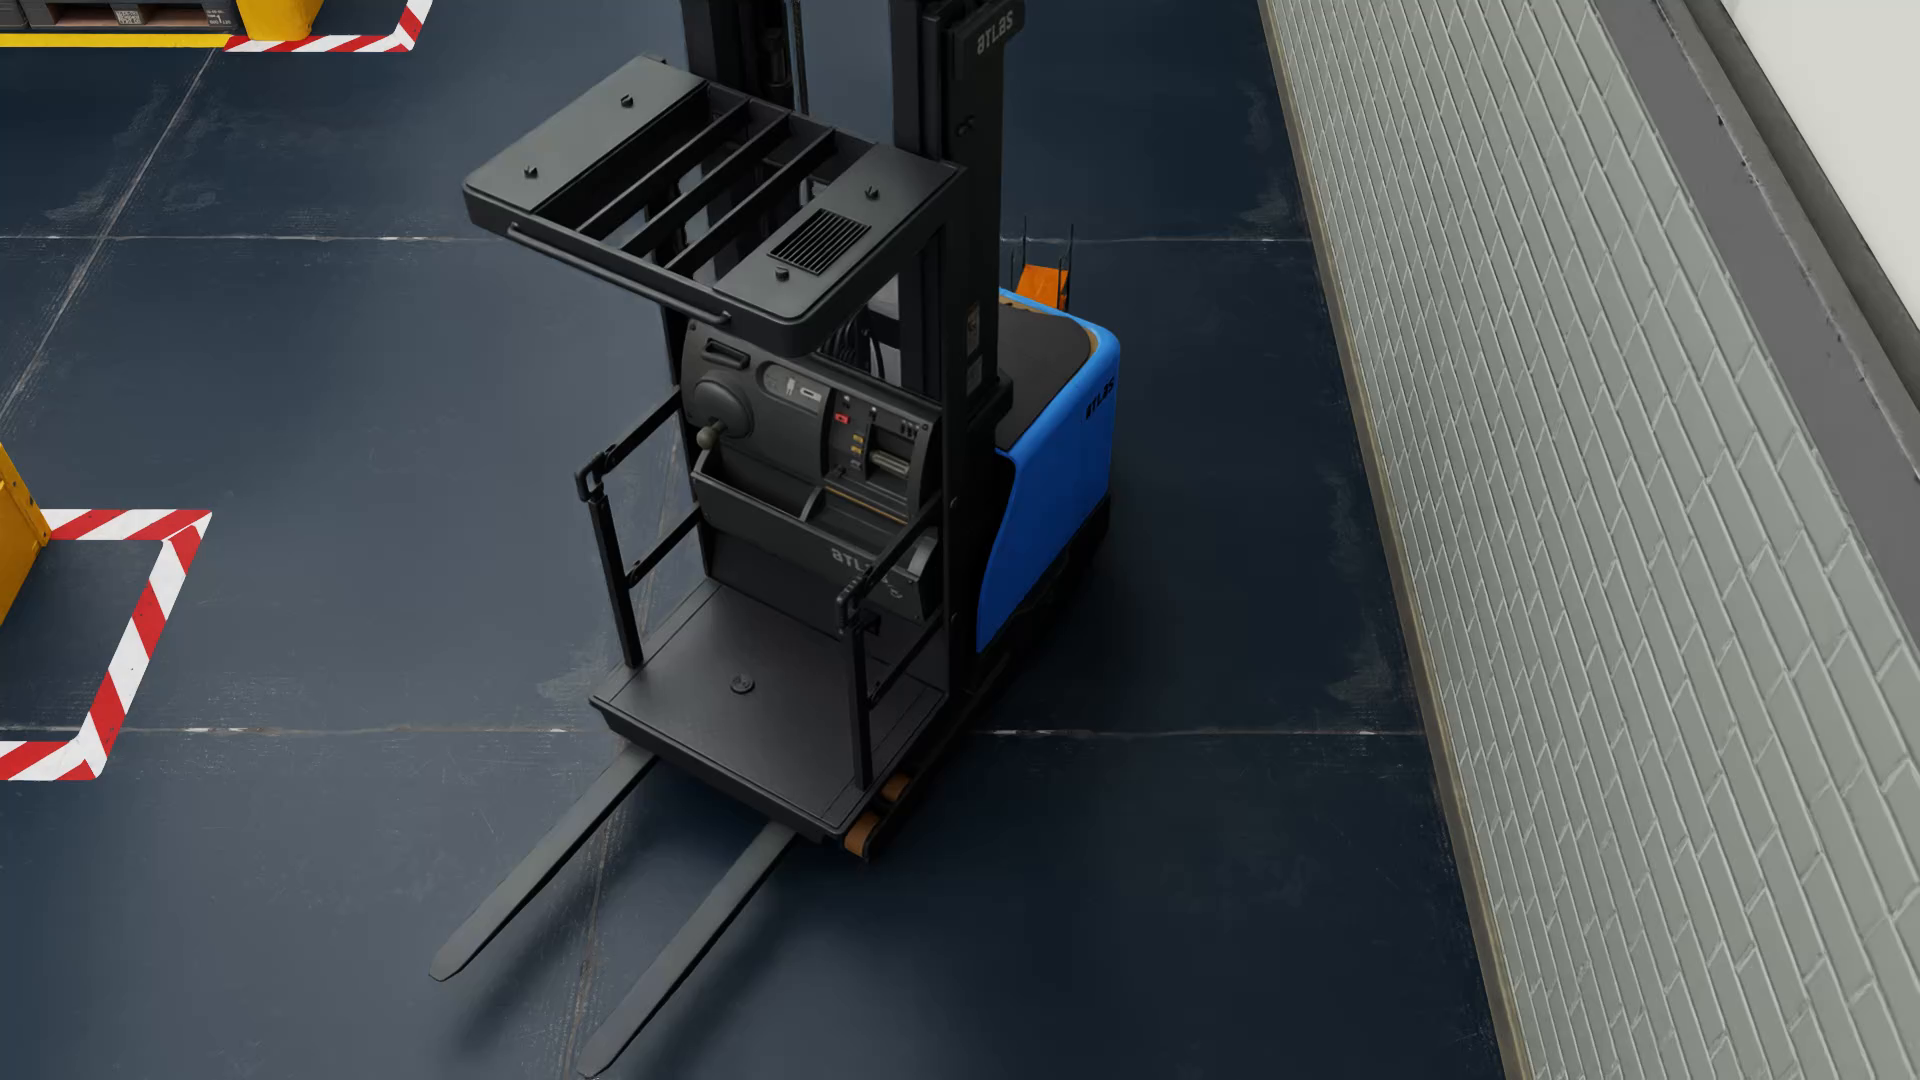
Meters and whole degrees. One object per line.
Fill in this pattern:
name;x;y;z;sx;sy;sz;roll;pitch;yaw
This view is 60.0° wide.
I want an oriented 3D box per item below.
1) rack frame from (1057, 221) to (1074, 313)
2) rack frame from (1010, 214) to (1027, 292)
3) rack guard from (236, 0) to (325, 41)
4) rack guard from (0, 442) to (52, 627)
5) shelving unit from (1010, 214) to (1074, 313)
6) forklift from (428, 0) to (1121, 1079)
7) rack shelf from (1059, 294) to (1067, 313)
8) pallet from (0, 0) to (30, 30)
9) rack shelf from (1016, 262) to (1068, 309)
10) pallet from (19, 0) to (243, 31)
rack frame;0.401;-0.720;6.681;0.006;1.200;0.240;11;48;10
rack frame;0.223;-0.753;6.712;0.006;1.200;0.240;11;48;10
rack guard;-3.898;-3.442;9.693;0.348;0.500;1.175;0;47;0
rack guard;-3.917;0.193;6.309;0.348;0.500;1.175;0;47;0
shelving unit;0.312;-0.736;6.696;0.189;1.200;0.258;11;48;10
forklift;-0.602;-0.290;5.099;1.130;2.935;3.031;24;52;21
rack shelf;0.312;-0.870;6.553;0.180;0.103;0.258;11;48;10
pallet;-5.964;-3.370;9.823;1.213;0.211;1.003;0;47;0
rack shelf;0.312;-0.951;6.466;0.180;0.103;0.258;11;48;10
pallet;-4.747;-3.364;9.818;1.213;0.211;1.003;0;47;0
